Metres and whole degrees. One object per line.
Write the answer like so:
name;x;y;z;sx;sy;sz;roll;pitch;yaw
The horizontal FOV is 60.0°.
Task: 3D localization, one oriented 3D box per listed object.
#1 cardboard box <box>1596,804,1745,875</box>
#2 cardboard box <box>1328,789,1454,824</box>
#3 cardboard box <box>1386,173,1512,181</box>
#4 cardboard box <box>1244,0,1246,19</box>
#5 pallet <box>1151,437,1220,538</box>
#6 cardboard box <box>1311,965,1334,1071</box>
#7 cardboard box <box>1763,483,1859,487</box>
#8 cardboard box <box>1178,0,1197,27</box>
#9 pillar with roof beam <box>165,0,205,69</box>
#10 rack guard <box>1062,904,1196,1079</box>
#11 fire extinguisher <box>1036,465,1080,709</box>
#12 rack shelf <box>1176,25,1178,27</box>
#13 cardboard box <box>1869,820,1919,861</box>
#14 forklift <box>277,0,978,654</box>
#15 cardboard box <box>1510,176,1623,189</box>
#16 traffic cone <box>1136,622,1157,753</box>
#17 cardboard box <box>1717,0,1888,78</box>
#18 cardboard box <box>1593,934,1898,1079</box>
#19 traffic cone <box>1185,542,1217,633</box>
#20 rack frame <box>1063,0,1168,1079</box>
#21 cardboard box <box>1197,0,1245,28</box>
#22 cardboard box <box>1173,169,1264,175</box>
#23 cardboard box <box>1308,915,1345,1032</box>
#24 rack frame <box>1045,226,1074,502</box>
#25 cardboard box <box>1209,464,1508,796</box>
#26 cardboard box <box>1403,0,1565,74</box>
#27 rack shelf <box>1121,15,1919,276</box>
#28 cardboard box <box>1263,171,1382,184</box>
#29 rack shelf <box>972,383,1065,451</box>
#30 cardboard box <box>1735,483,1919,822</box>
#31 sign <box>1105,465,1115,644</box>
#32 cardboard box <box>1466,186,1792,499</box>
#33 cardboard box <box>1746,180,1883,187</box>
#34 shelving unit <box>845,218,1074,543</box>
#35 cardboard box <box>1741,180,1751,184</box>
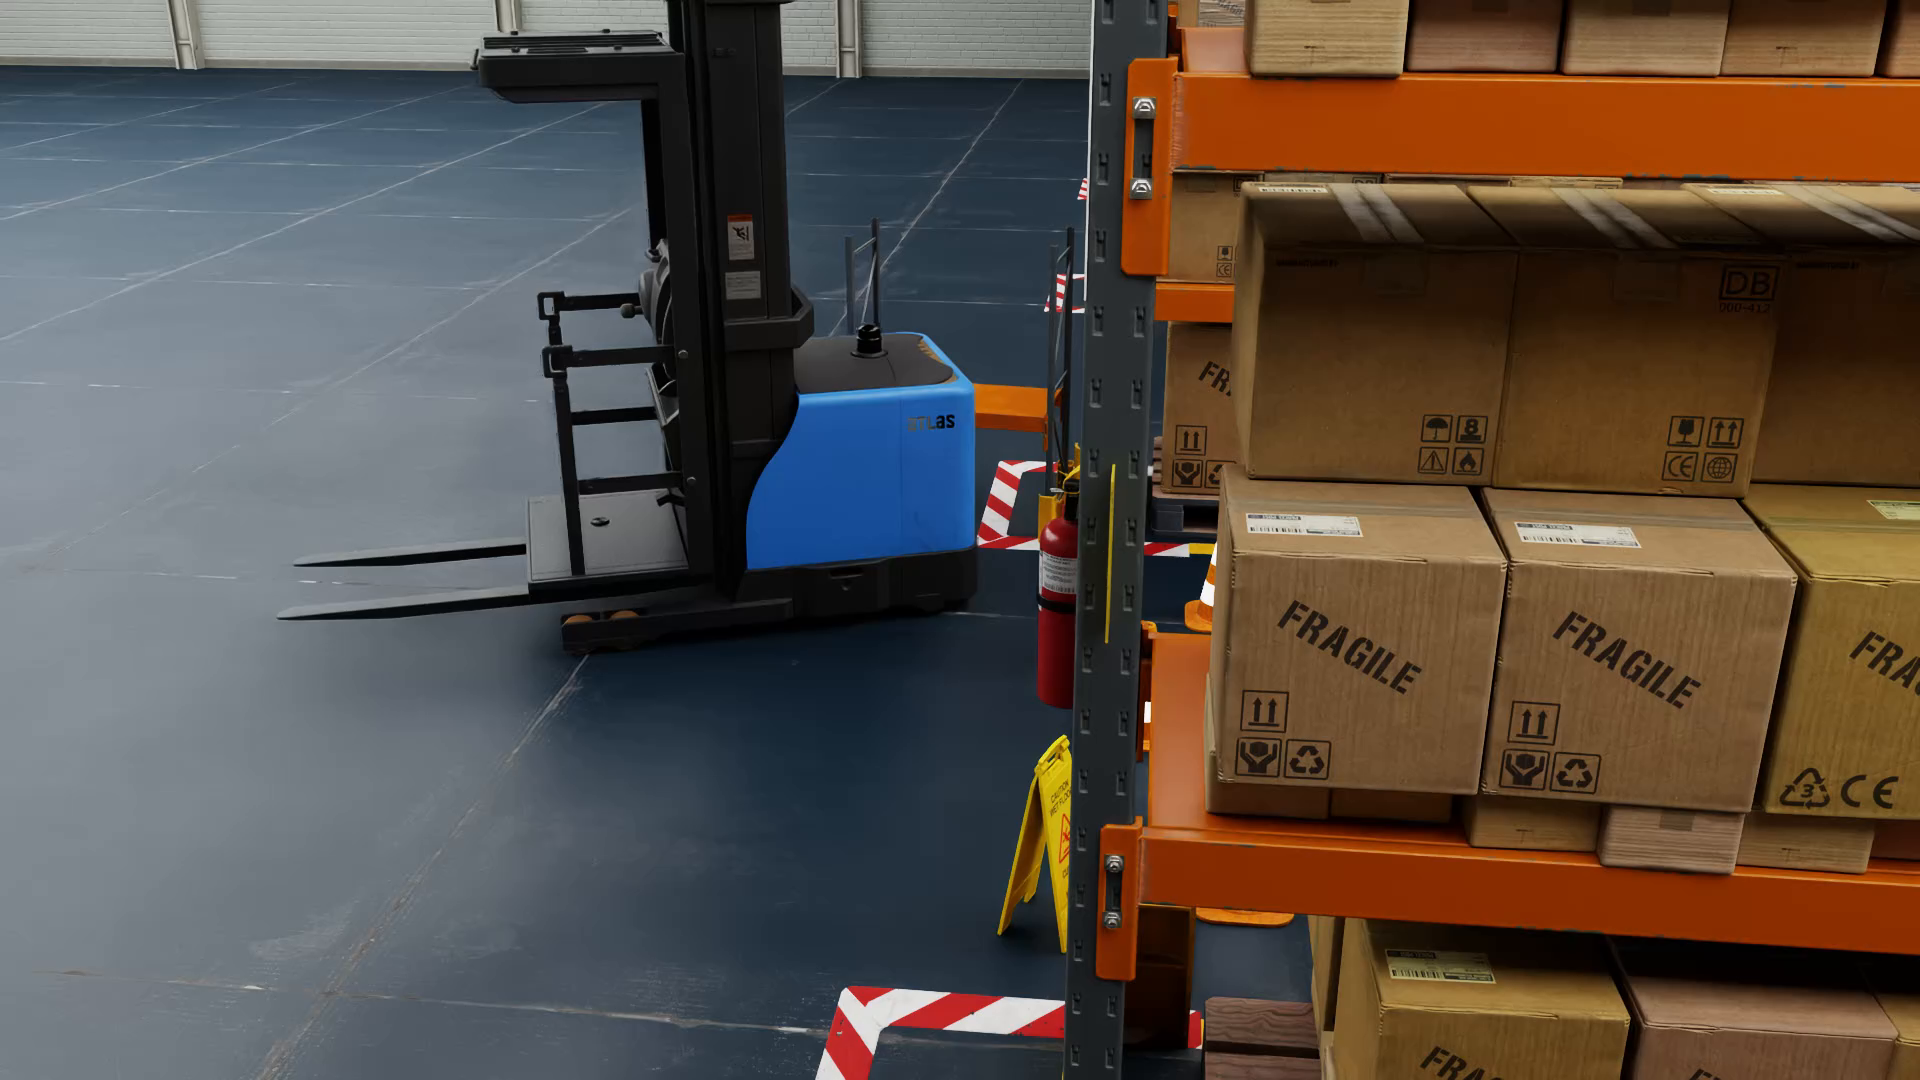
cardboard box;1.411;0.513;3.405;0.250;0.149;0.380;3;22;7
cardboard box;0.911;0.444;3.579;0.250;0.149;0.380;3;22;7
cardboard box;2.288;-2.058;7.894;0.550;0.550;0.875;2;22;6
cardboard box;0.732;-1.134;3.490;0.250;0.149;0.380;3;22;7
pallet;1.630;-0.278;8.855;1.213;0.211;1.003;2;22;6
cardboard box;1.203;1.252;4.361;0.500;0.250;0.500;2;22;6
cardboard box;1.910;0.015;3.781;0.500;0.500;0.500;2;22;6
cardboard box;3.143;-7.025;21.994;0.500;0.500;0.700;3;22;6
pillar with roof beam;-14.324;-11.095;24.264;0.400;9.000;9.100;2;22;6
rack guard;0.421;1.397;4.227;0.348;0.500;1.175;2;22;6
fire extinguisher;0.286;0.094;4.228;0.183;0.674;0.296;2;22;6
rack shelf;4.667;-6.583;21.989;4.000;0.370;1.077;2;22;6
cardboard box;1.941;0.501;3.434;0.250;0.149;0.380;3;22;8
forklift;-1.494;-1.084;7.195;3.031;2.935;1.130;-5;22;-13
cardboard box;2.822;-1.557;8.095;0.500;0.550;0.875;2;22;6
traffic cone;0.717;0.538;6.449;0.334;0.463;0.336;2;22;6
cardboard box;1.415;-0.910;2.923;0.250;0.149;0.380;2;22;6
cardboard box;1.657;1.123;3.667;0.500;0.500;0.500;2;22;4
traffic cone;1.188;0.141;7.455;0.334;0.463;0.336;2;22;6
rack frame;0.345;0.231;3.776;0.127;3.000;1.000;2;22;6
cardboard box;2.025;-3.914;12.359;0.500;0.500;0.500;2;22;6
cardboard box;1.191;-2.122;8.055;0.550;0.550;0.875;2;22;6
cardboard box;1.171;0.905;4.219;0.500;0.500;0.500;3;22;7
rack frame;0.500;-0.785;8.385;0.032;1.500;0.500;5;22;13
cardboard box;0.783;0.168;3.395;0.500;0.500;0.500;2;22;5
cardboard box;0.908;-0.935;2.988;0.250;0.149;0.380;2;22;5
rack shelf;2.331;-0.743;3.137;4.000;0.370;1.077;2;22;6
cardboard box;1.750;-1.635;8.292;0.550;0.550;0.875;2;22;6
rack shelf;0.006;-0.661;8.561;1.000;0.185;0.538;5;22;13
cardboard box;1.804;0.211;3.286;0.500;0.500;0.500;2;22;5
sign;0.281;0.027;3.115;0.005;0.325;0.100;2;22;6
cardboard box;1.380;-0.452;3.602;0.500;0.500;0.700;3;22;7
cardboard box;3.877;-1.989;7.719;0.550;0.550;0.875;2;22;6
shelving unit;0.015;-0.828;8.493;1.083;1.500;0.587;5;22;13
cardboard box;3.883;-1.504;7.961;0.550;0.550;0.875;2;22;6
